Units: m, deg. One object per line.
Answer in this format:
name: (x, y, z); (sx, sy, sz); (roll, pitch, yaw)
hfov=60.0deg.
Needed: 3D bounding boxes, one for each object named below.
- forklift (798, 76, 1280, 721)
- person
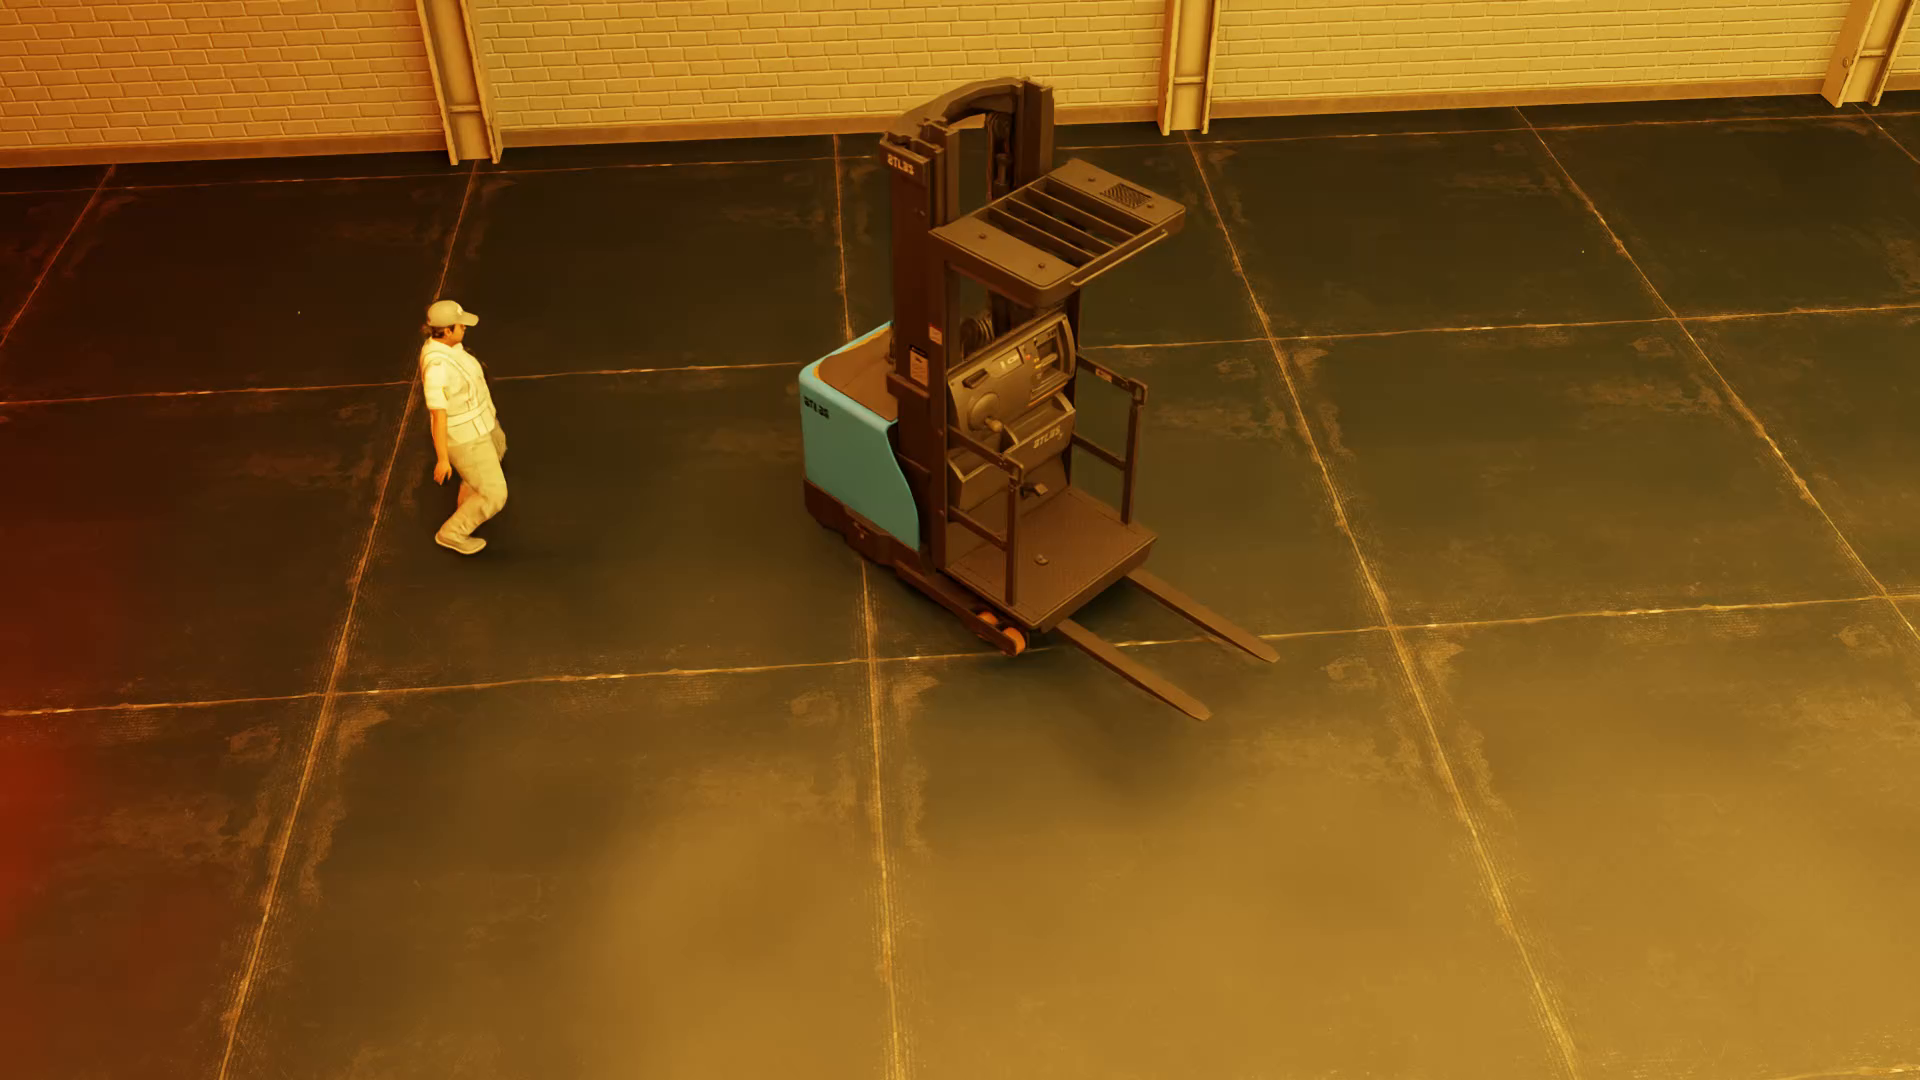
forklift: (0.439, -0.838, 8.917); (3.031, 2.935, 1.130); (33, 50, 32)
person: (-2.942, -0.653, 9.749); (0.484, 1.588, 0.834); (-4, 41, -5)
